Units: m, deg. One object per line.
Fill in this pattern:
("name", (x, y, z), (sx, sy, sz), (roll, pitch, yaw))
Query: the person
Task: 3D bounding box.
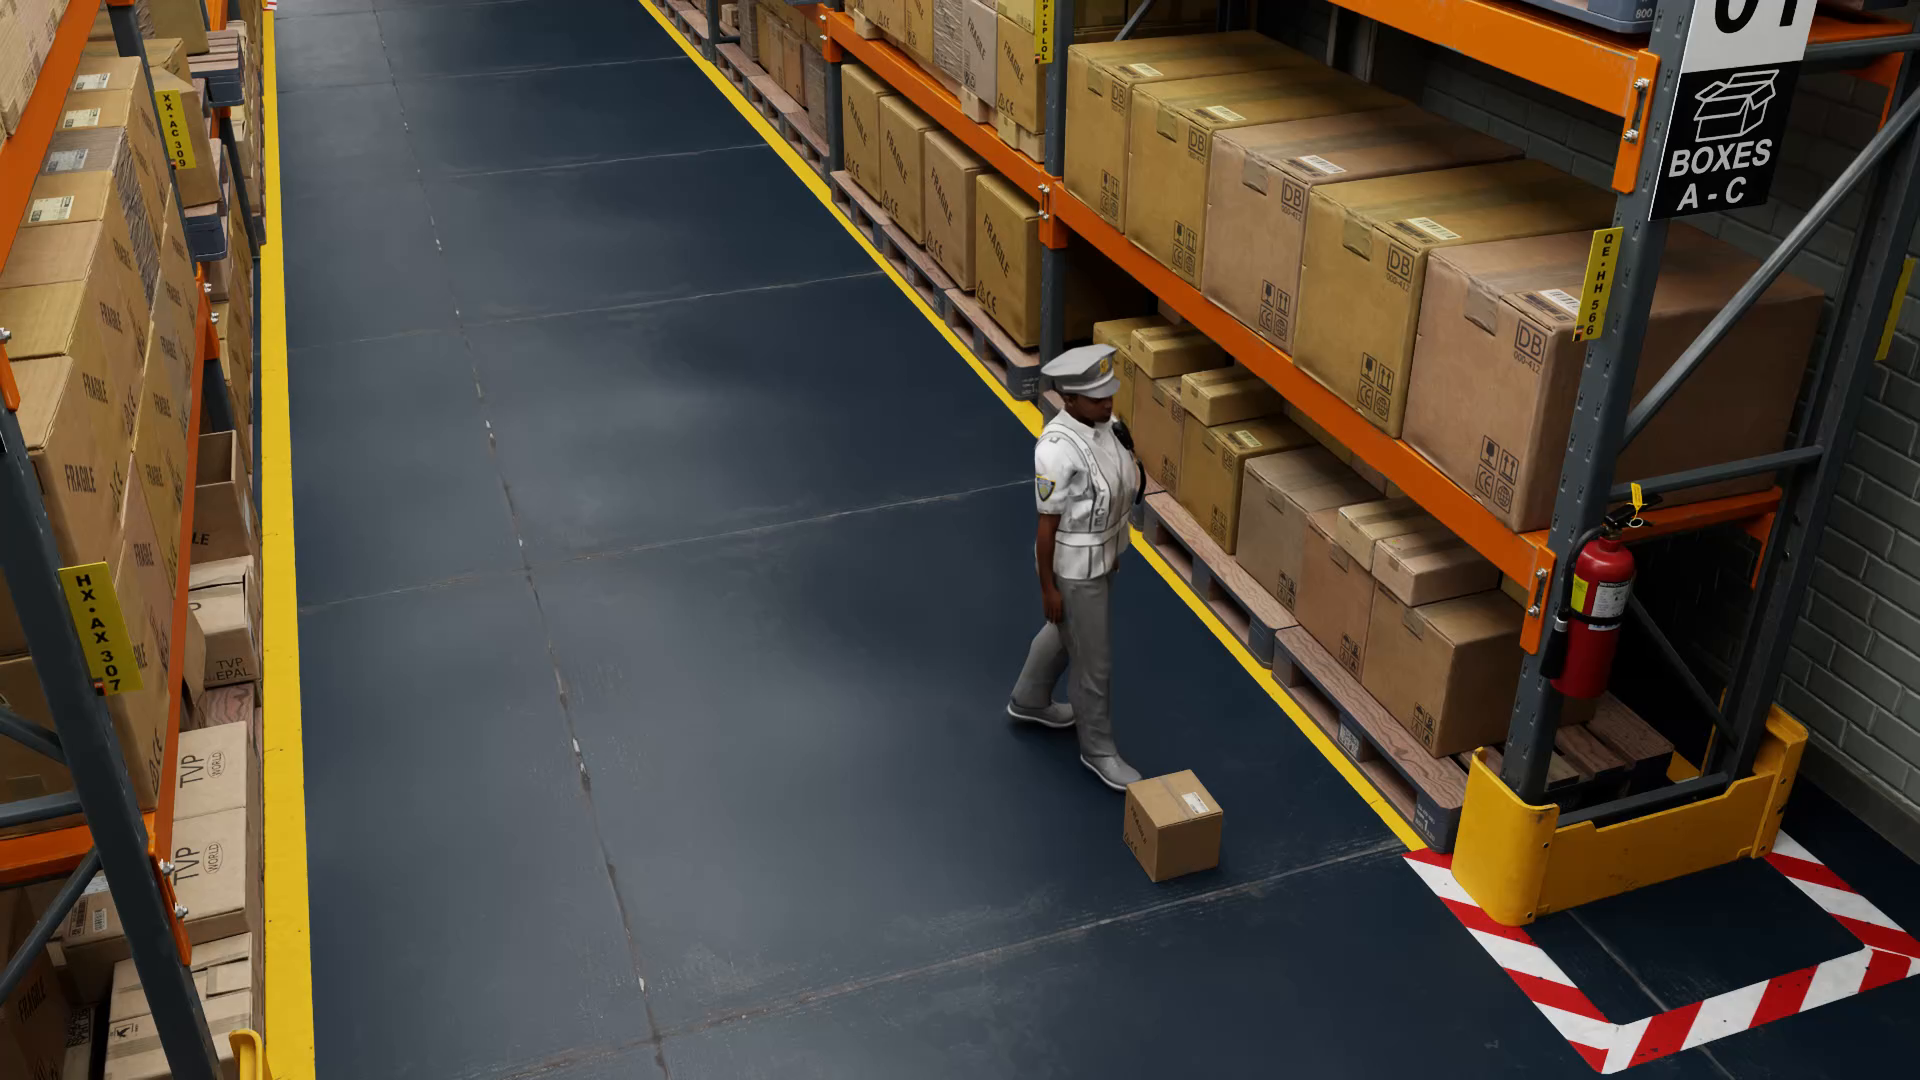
("person", (0.454, 0.076, 5.964), (0.630, 1.673, 0.445), (14, 33, 22))
